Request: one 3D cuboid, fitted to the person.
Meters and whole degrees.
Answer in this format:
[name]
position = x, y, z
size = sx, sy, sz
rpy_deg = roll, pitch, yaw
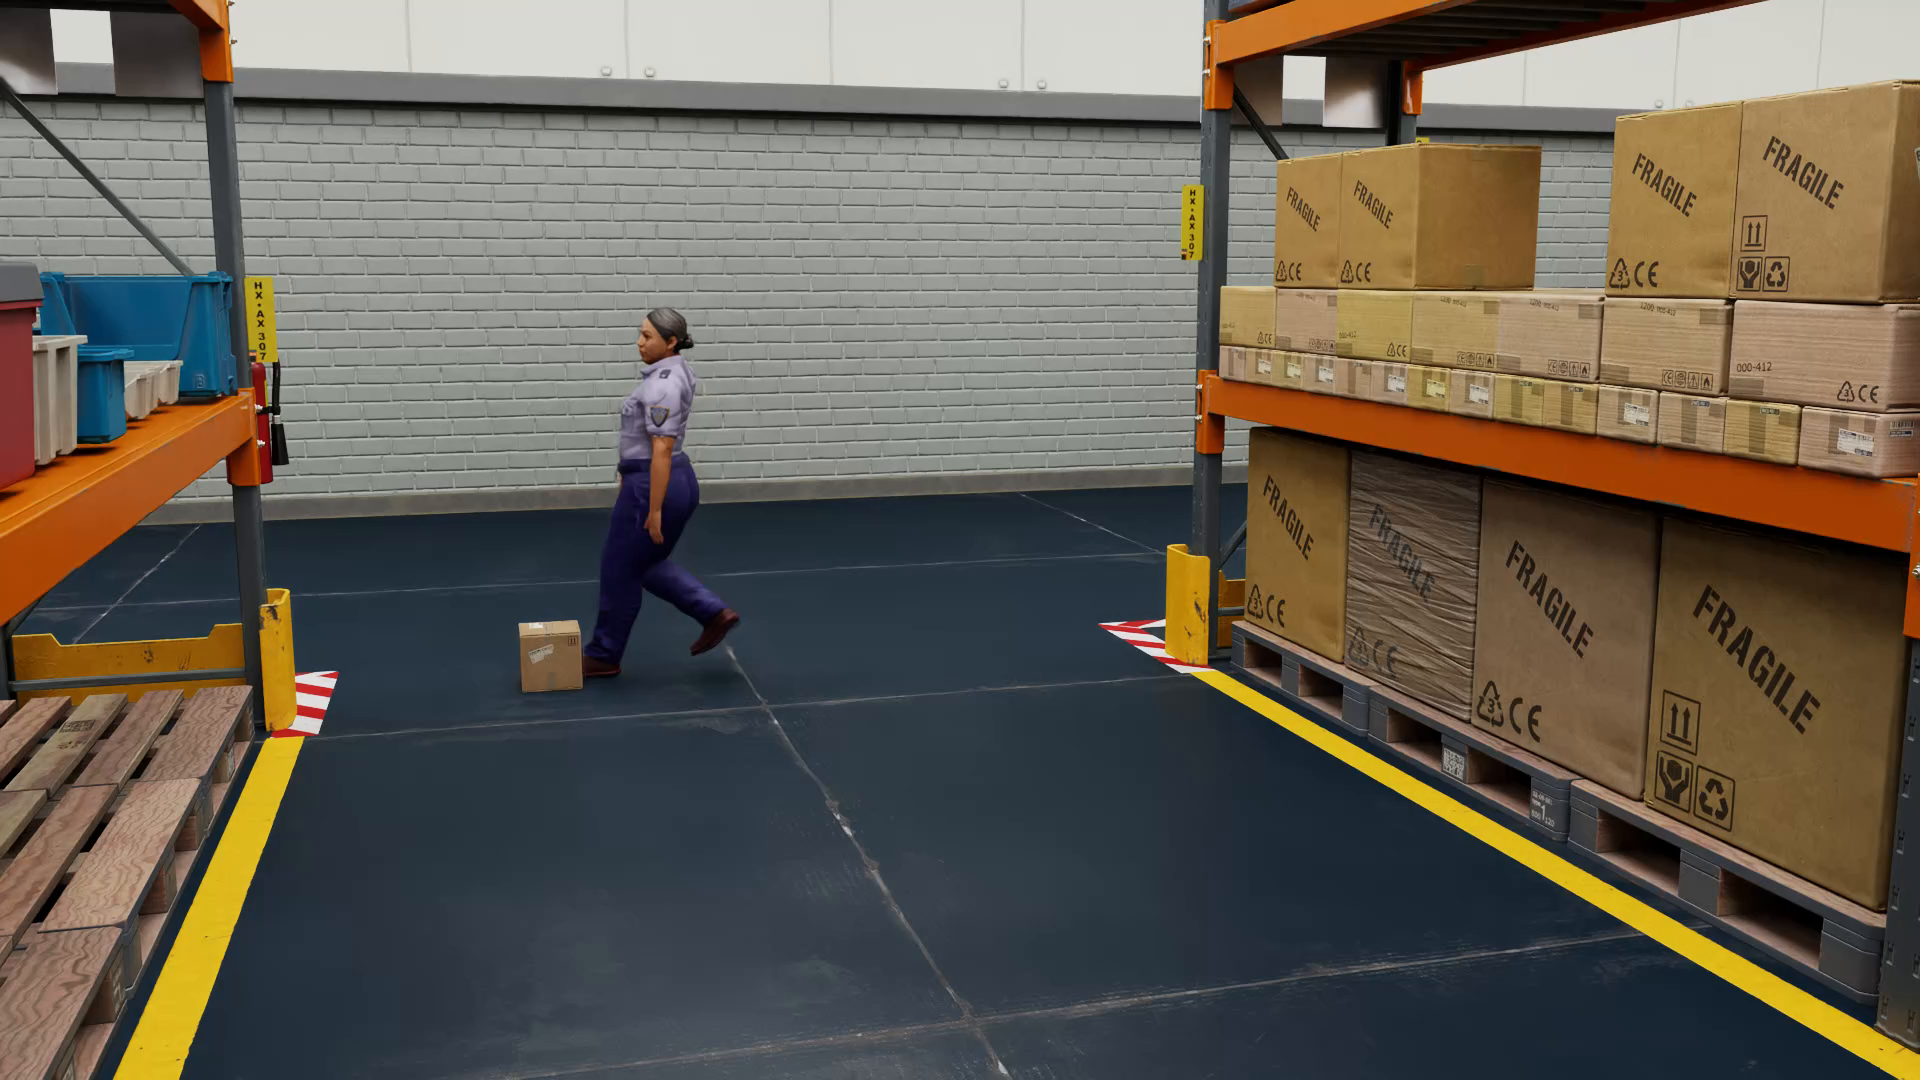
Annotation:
[person]
position = -1.382, -0.202, 7.211
size = 0.819, 1.606, 0.551
rpy_deg = 1, 9, 4
